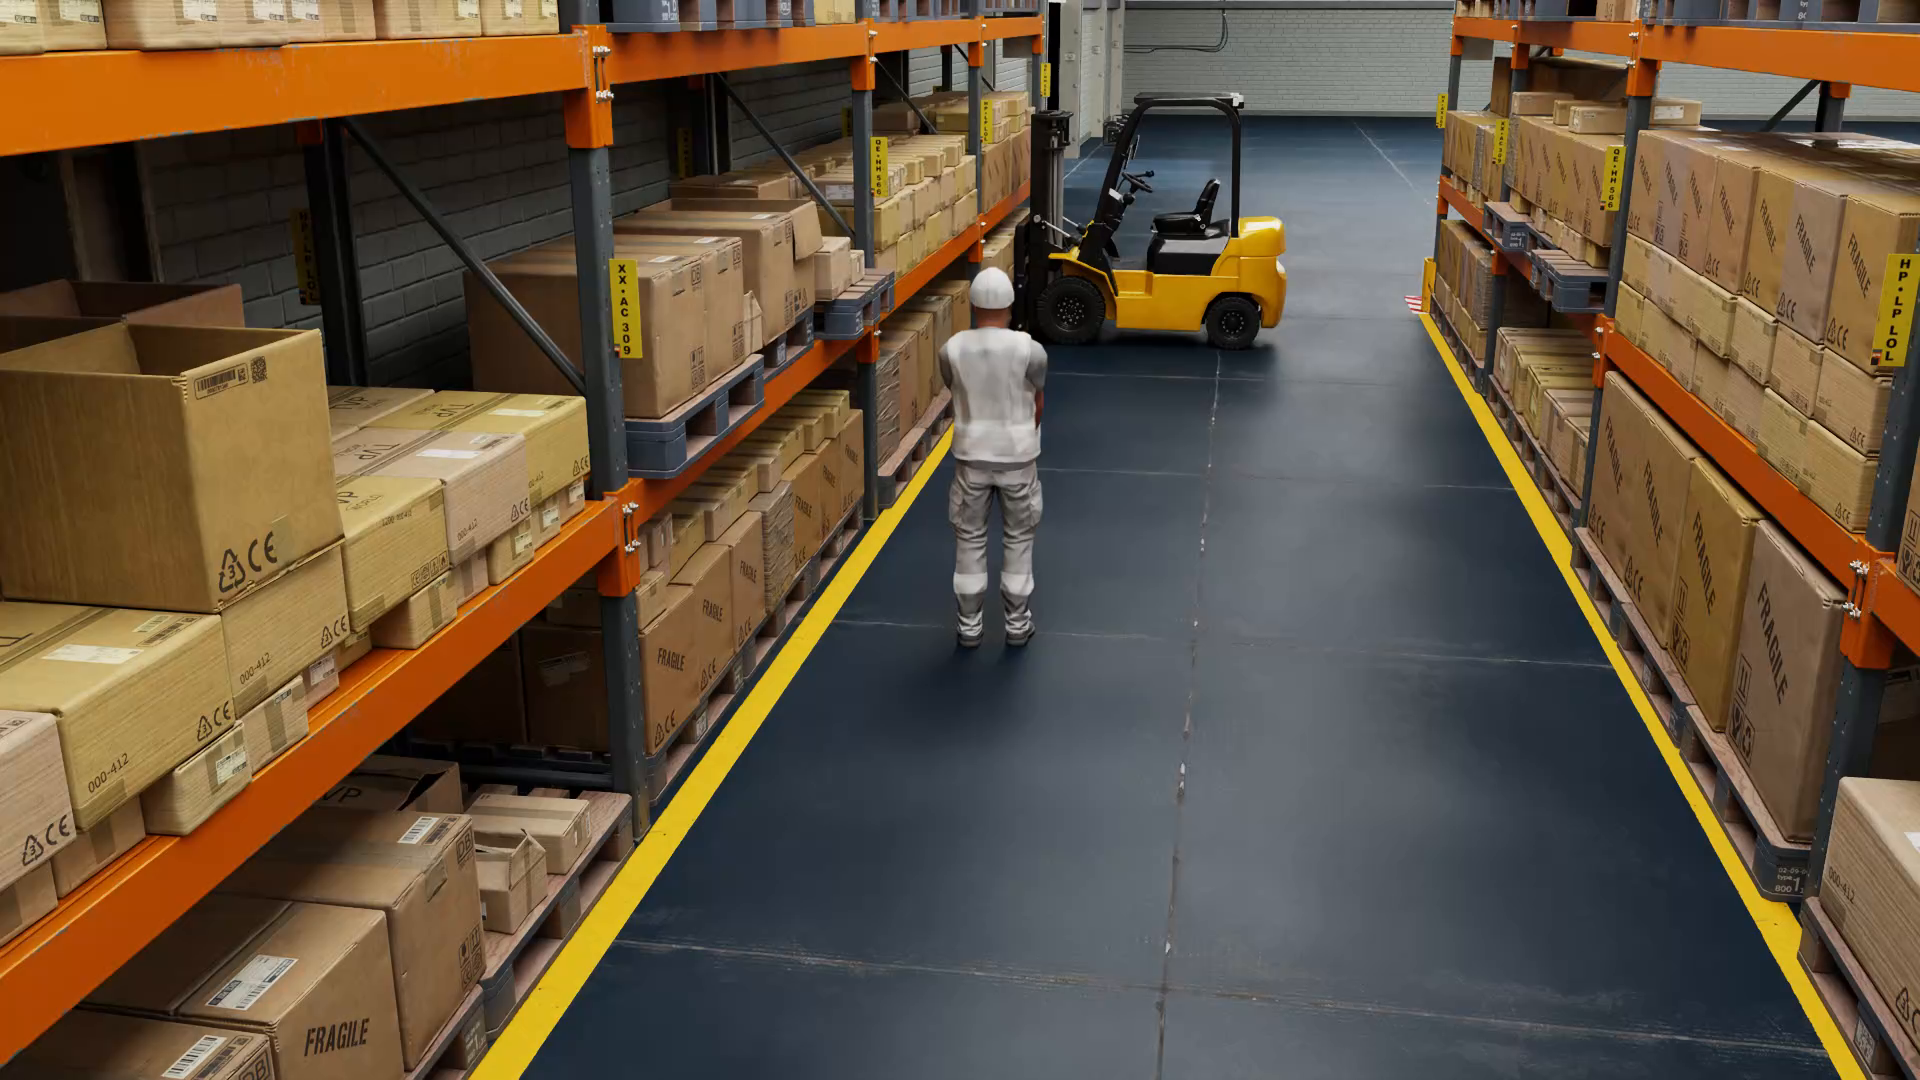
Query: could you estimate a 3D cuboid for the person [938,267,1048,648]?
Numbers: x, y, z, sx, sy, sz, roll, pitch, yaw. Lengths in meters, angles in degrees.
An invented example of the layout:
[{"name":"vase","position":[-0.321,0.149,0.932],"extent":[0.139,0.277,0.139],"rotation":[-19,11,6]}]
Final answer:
[{"name":"person","position":[0.167,-0.397,7.759],"extent":[0.495,1.786,0.558],"rotation":[3,18,8]}]
